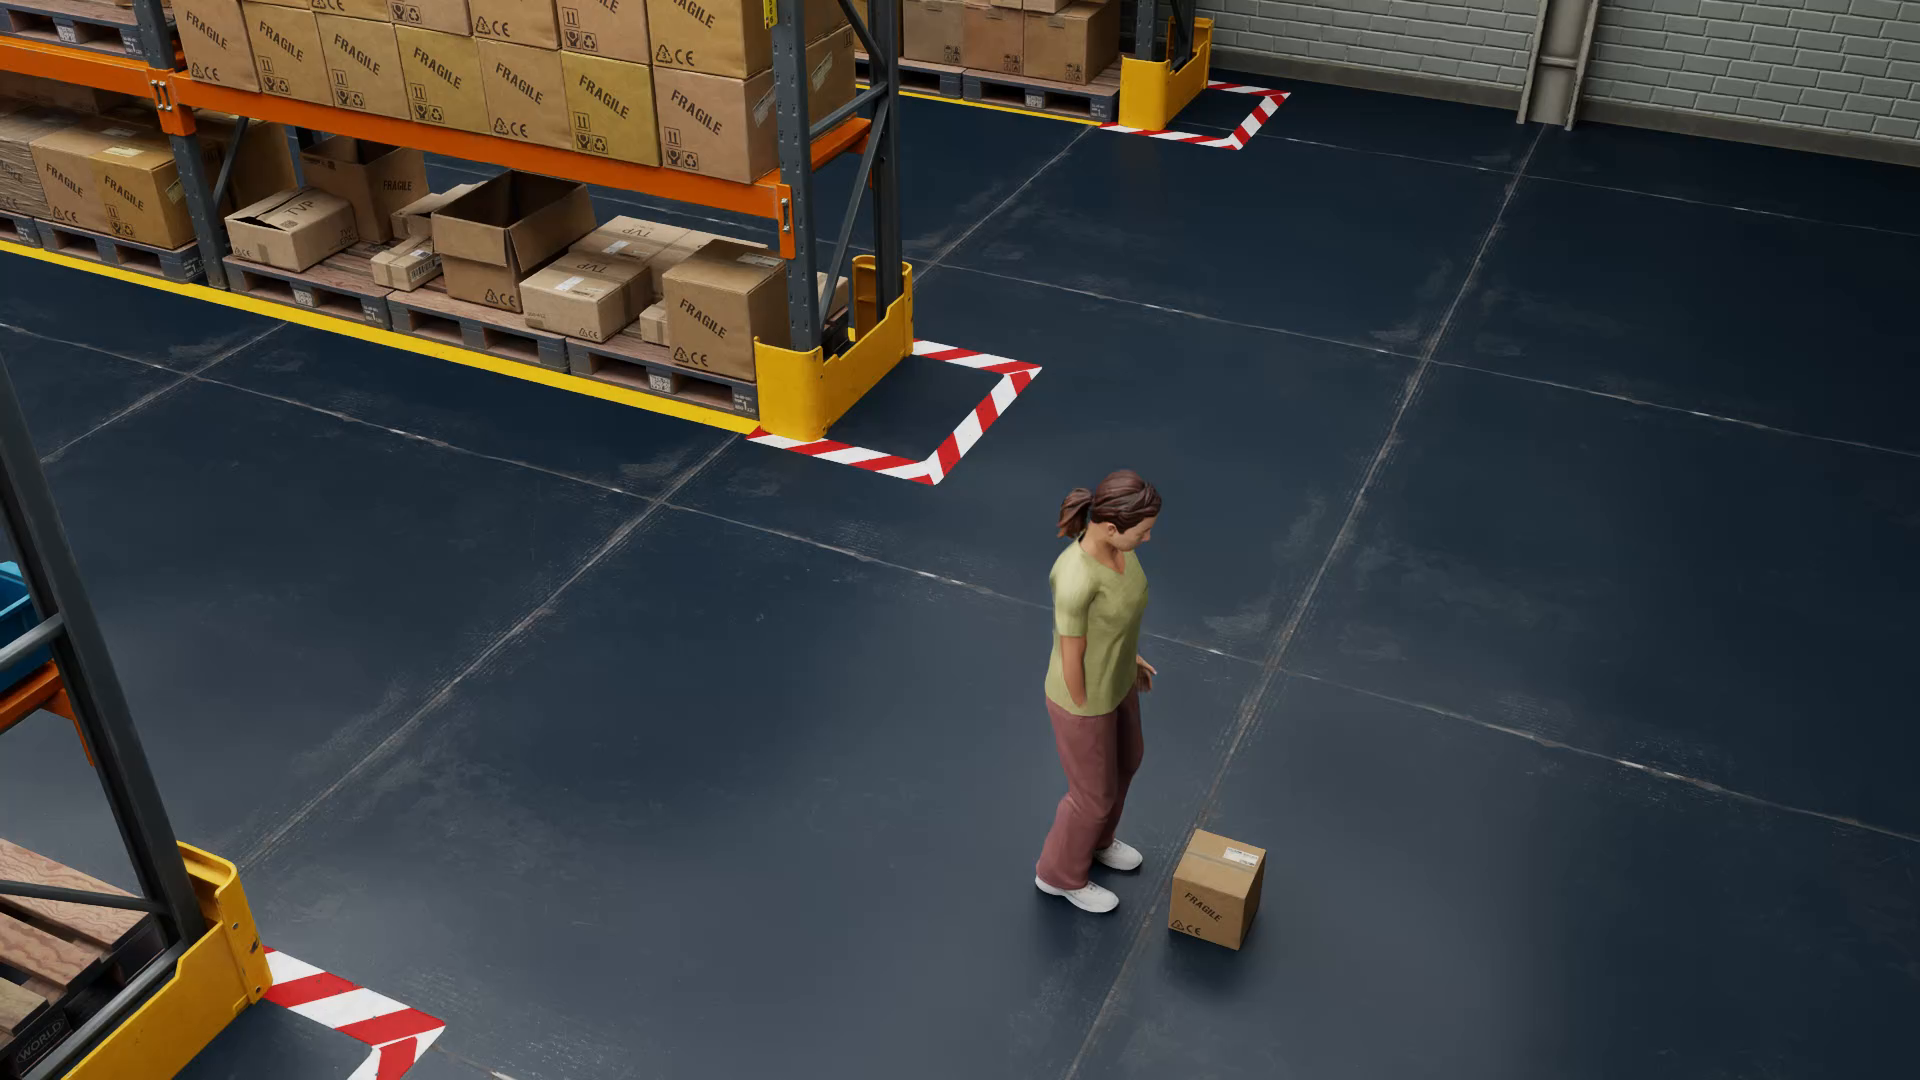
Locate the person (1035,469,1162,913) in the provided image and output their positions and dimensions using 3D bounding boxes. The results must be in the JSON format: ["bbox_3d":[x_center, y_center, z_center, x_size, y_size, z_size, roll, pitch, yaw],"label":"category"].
[{"bbox_3d":[0.449,0.480,5.446,0.348,1.662,0.455,15,37,21],"label":"person"}]
